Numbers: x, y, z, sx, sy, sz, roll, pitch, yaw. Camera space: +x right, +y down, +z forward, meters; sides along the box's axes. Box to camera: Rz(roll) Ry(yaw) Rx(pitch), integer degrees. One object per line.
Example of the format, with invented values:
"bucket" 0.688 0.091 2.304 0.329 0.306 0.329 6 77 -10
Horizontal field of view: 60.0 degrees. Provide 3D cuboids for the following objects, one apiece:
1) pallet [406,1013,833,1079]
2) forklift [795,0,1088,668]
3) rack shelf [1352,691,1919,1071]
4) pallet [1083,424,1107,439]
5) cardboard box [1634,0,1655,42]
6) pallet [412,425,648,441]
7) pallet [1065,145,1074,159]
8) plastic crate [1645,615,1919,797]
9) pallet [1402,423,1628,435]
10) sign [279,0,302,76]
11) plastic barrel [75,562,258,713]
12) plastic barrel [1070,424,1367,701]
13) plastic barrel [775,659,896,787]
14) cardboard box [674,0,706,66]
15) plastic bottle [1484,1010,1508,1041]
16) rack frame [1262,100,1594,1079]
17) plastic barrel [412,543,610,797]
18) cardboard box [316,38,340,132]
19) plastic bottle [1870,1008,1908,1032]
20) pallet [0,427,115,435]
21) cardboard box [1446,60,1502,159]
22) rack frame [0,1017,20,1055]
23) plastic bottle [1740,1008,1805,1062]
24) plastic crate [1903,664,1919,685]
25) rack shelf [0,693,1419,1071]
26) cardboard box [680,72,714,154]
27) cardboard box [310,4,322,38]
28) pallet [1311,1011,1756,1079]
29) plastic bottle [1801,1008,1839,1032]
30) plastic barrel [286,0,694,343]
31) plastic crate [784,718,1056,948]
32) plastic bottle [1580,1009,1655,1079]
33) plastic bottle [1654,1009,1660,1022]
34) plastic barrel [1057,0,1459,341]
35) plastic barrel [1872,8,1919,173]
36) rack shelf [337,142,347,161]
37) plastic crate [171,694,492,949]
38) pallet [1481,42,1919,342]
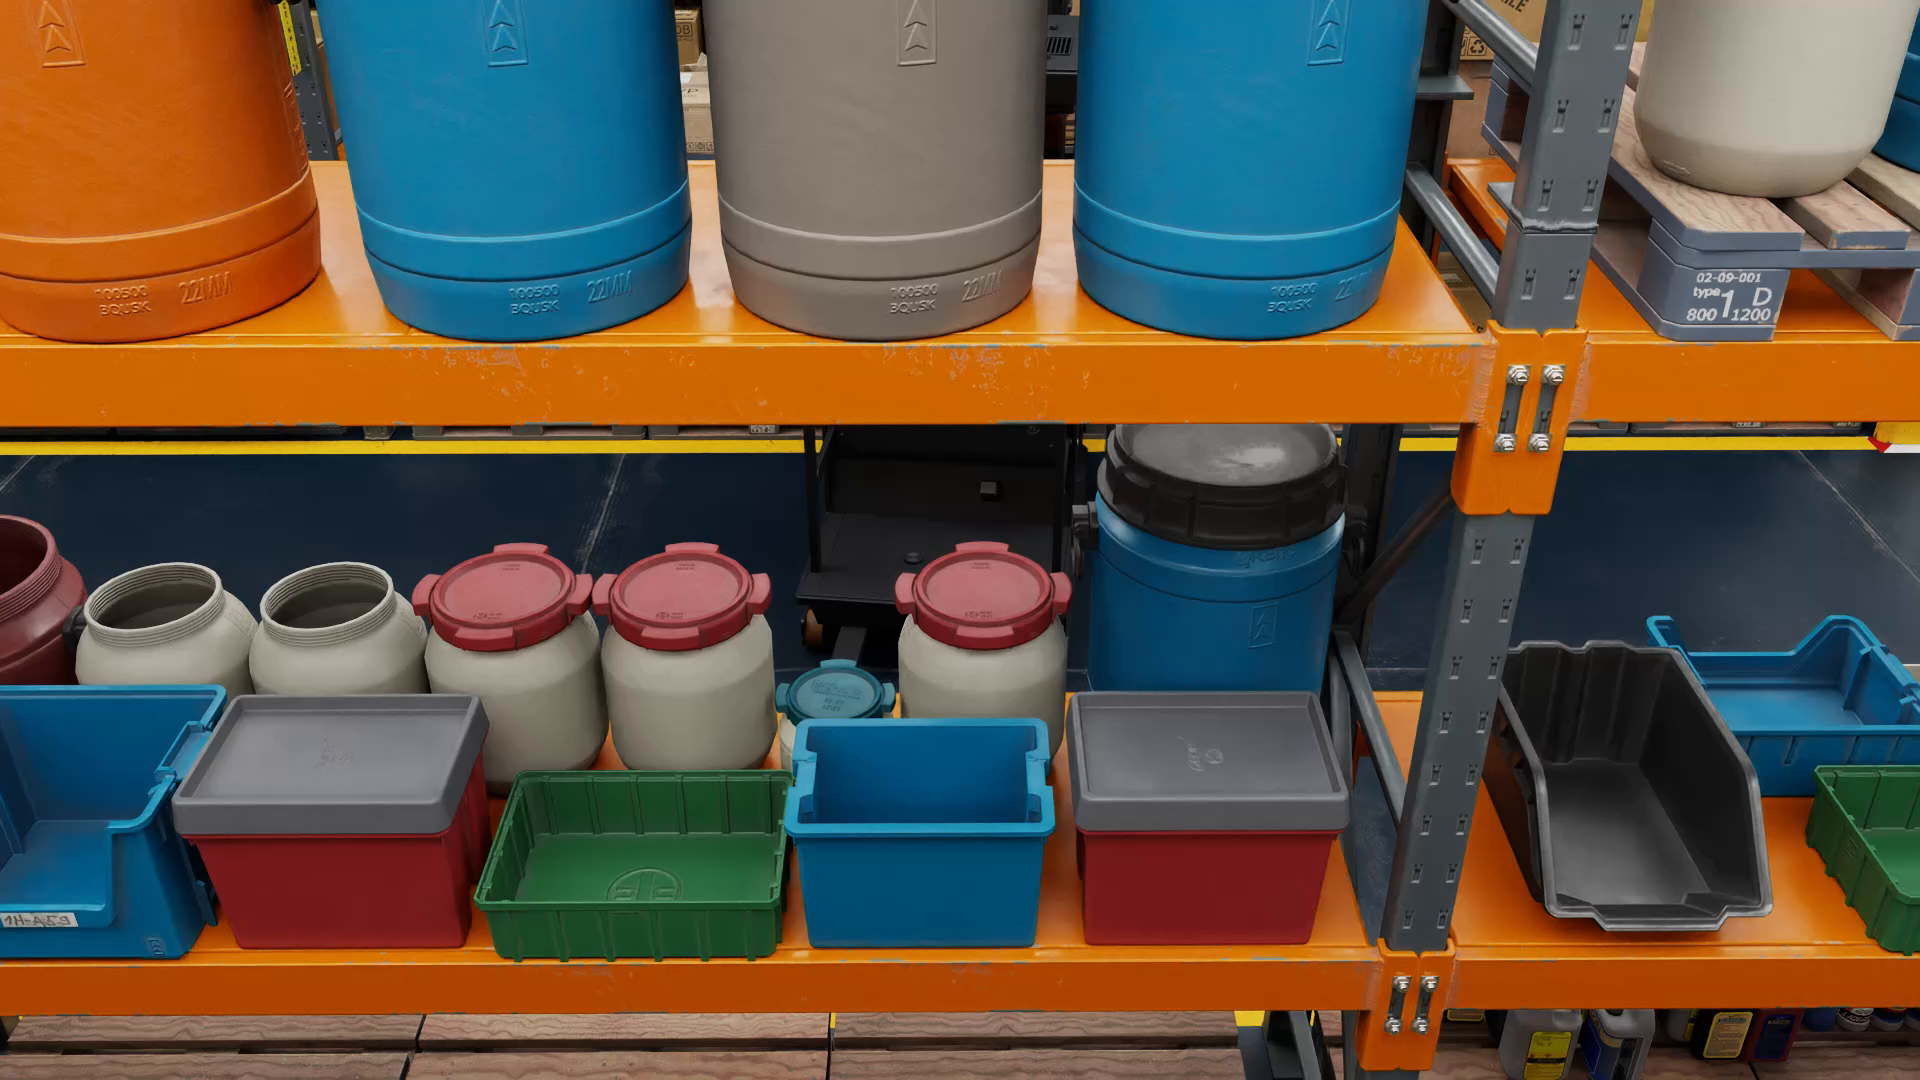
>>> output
"pallet" -0.993 1.724 4.705 1.213 0.211 1.003 0 31 0
"forklift" -0.072 -0.931 6.458 1.130 2.935 3.031 3 31 6
"rack shelf" 3.015 0.805 4.224 4.000 0.370 1.077 0 31 0
"pallet" 0.207 -0.870 8.980 1.213 0.211 1.003 0 31 0
"cardboard box" 2.937 -2.543 7.703 0.500 0.500 0.500 0 31 0
"pallet" -2.233 -0.862 8.967 1.213 0.211 1.003 0 31 0
"pallet" 0.220 -2.056 8.432 1.213 0.211 1.003 0 31 0
"plastic crate" 2.120 0.423 4.304 0.616 0.251 0.499 0 31 0
"pallet" 2.880 -0.899 9.028 1.213 0.211 1.003 0 31 0
"sign" -3.008 -2.260 7.466 0.005 0.325 0.100 0 31 0
"plastic barrel" -1.957 0.355 4.166 0.421 0.512 0.421 0 31 0
"plastic barrel" 0.627 0.134 4.154 0.708 0.901 0.600 0 31 0
"plastic barrel" -0.309 0.488 4.188 0.301 0.262 0.301 0 31 0
"cardboard box" -2.334 -3.799 12.883 0.750 0.750 1.050 -1 31 -1
"plastic bottle" 1.658 1.297 4.850 0.185 0.351 0.144 -1 31 -2
"rack frame" 1.015 0.504 4.028 0.127 3.000 1.000 0 31 0
"plastic barrel" -1.109 0.339 4.169 0.433 0.535 0.433 0 31 0
"cardboard box" -3.502 -2.235 8.445 0.500 0.500 0.500 1 31 1
"plastic bottle" 2.757 1.315 4.897 0.097 0.271 0.097 0 31 0
"pallet" -5.020 -0.895 9.021 1.213 0.211 1.003 0 31 0
"cardboard box" 2.435 -2.241 8.169 0.500 0.500 0.875 0 31 0
"rack frame" -2.985 0.517 4.007 0.127 3.000 1.000 0 31 0
"plastic bottle" 2.336 1.381 4.777 0.133 0.283 0.061 0 31 0
"plastic crate" 2.637 0.480 4.321 0.437 0.136 0.530 0 31 0
"rack shelf" -0.985 0.818 4.204 4.000 0.370 1.077 0 31 0
"cardboard box" -1.337 -2.054 7.983 0.500 0.250 0.500 -1 31 -2
"cardboard box" -4.639 -3.918 12.598 0.500 0.250 0.500 1 31 1
"pallet" 1.687 1.716 4.719 1.213 0.211 1.003 0 31 0
"plastic bottle" 2.555 1.316 4.895 0.097 0.271 0.097 0 31 0
"plastic barrel" -0.800 -0.874 2.924 0.708 0.901 0.600 0 31 0
"plastic crate" -0.086 0.676 3.760 0.575 0.384 0.392 0 31 0
"plastic bottle" 1.875 1.405 4.744 0.135 0.276 0.152 0 31 0
"plastic bottle" 2.012 1.303 4.905 0.133 0.283 0.061 2 31 3
"plastic barrel" 0.508 -0.879 2.931 0.708 0.901 0.600 0 31 0
"plastic barrel" 2.011 -1.120 2.924 0.708 0.901 0.600 0 31 0
"rack shelf" -5.015 -1.739 8.418 4.000 0.370 1.077 0 31 0
"plastic crate" -1.367 0.643 3.737 0.583 0.464 0.402 0 31 0
"pallet" 1.736 -0.751 3.386 1.003 0.211 1.213 0 31 0
